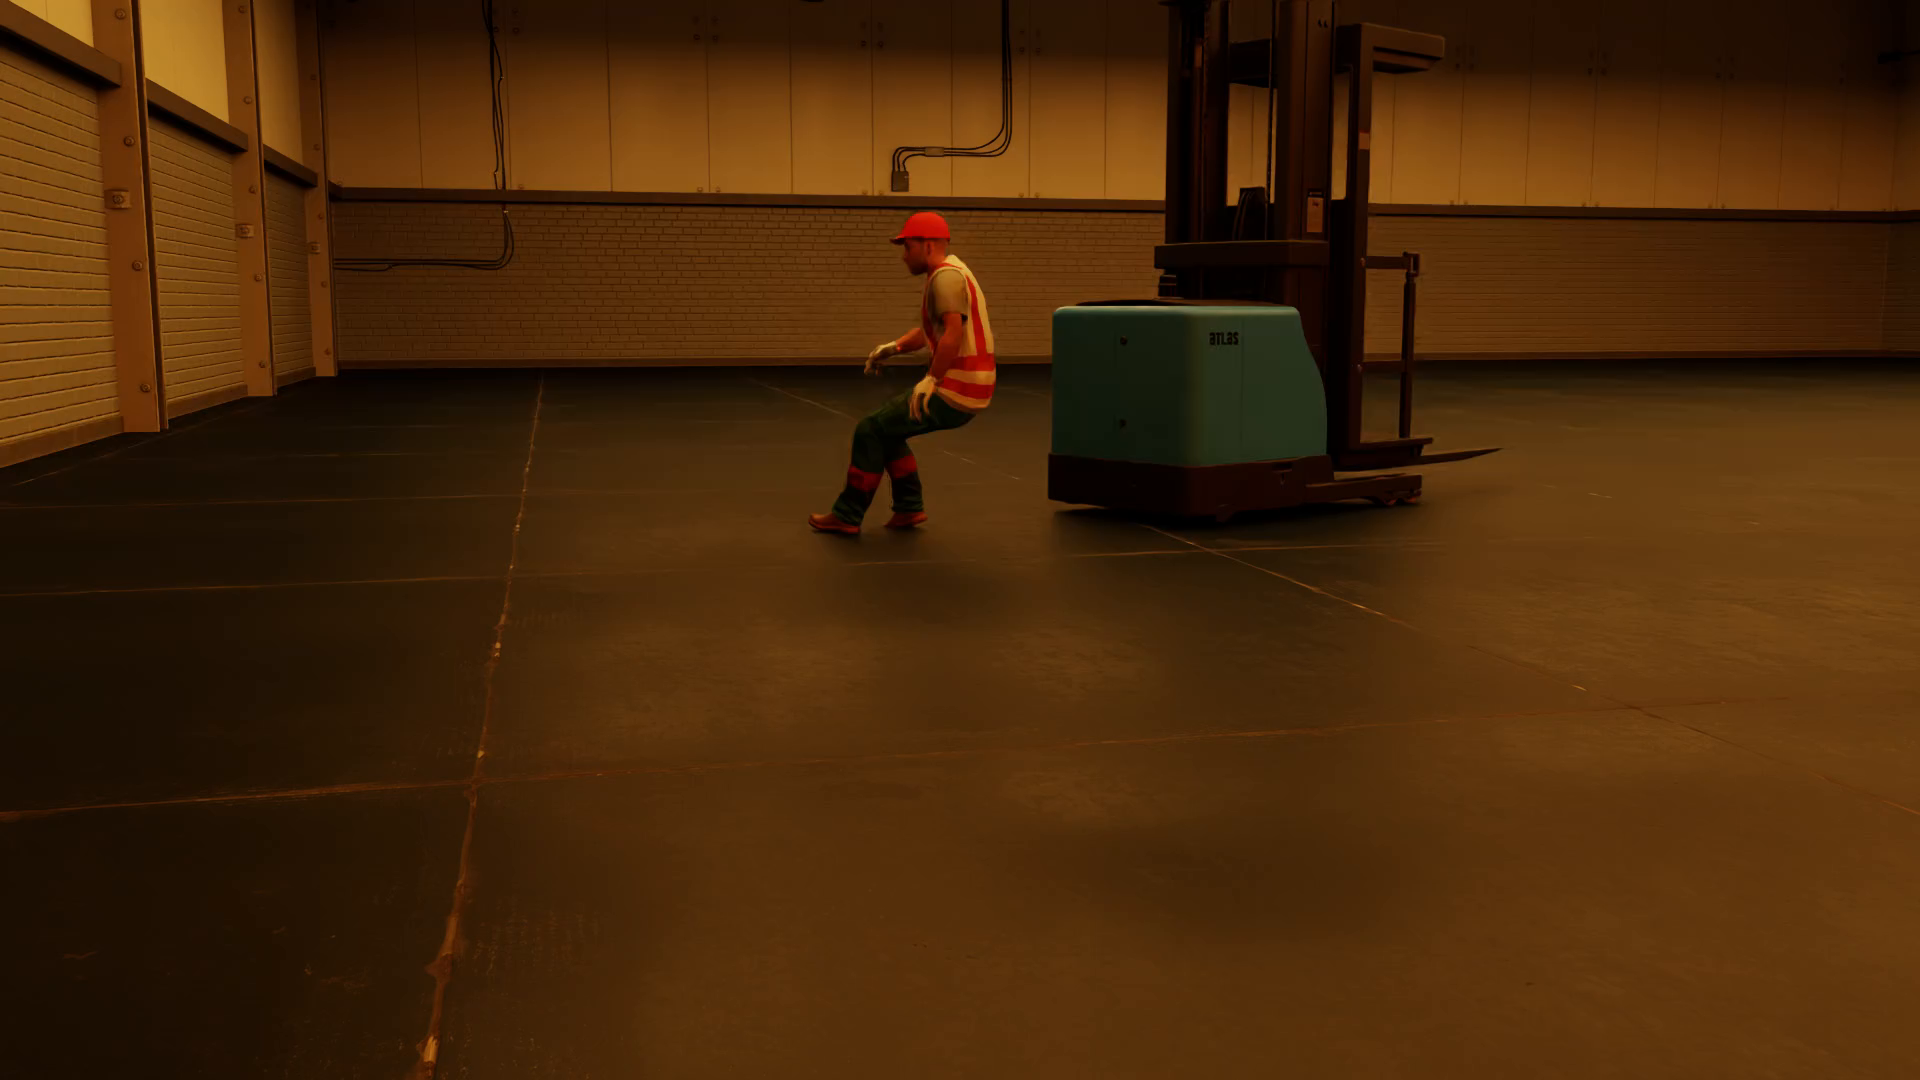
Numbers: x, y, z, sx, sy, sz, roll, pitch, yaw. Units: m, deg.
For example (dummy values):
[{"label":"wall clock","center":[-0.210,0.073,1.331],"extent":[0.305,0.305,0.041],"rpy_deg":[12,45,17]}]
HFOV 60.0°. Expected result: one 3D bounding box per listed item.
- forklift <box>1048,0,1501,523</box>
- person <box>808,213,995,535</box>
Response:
[{"label":"forklift","center":[1.908,-1.681,9.140],"extent":[3.031,2.935,1.130],"rpy_deg":[-7,10,-40]},{"label":"person","center":[-0.295,-0.738,7.777],"extent":[0.919,1.558,0.813],"rpy_deg":[1,8,6]}]
